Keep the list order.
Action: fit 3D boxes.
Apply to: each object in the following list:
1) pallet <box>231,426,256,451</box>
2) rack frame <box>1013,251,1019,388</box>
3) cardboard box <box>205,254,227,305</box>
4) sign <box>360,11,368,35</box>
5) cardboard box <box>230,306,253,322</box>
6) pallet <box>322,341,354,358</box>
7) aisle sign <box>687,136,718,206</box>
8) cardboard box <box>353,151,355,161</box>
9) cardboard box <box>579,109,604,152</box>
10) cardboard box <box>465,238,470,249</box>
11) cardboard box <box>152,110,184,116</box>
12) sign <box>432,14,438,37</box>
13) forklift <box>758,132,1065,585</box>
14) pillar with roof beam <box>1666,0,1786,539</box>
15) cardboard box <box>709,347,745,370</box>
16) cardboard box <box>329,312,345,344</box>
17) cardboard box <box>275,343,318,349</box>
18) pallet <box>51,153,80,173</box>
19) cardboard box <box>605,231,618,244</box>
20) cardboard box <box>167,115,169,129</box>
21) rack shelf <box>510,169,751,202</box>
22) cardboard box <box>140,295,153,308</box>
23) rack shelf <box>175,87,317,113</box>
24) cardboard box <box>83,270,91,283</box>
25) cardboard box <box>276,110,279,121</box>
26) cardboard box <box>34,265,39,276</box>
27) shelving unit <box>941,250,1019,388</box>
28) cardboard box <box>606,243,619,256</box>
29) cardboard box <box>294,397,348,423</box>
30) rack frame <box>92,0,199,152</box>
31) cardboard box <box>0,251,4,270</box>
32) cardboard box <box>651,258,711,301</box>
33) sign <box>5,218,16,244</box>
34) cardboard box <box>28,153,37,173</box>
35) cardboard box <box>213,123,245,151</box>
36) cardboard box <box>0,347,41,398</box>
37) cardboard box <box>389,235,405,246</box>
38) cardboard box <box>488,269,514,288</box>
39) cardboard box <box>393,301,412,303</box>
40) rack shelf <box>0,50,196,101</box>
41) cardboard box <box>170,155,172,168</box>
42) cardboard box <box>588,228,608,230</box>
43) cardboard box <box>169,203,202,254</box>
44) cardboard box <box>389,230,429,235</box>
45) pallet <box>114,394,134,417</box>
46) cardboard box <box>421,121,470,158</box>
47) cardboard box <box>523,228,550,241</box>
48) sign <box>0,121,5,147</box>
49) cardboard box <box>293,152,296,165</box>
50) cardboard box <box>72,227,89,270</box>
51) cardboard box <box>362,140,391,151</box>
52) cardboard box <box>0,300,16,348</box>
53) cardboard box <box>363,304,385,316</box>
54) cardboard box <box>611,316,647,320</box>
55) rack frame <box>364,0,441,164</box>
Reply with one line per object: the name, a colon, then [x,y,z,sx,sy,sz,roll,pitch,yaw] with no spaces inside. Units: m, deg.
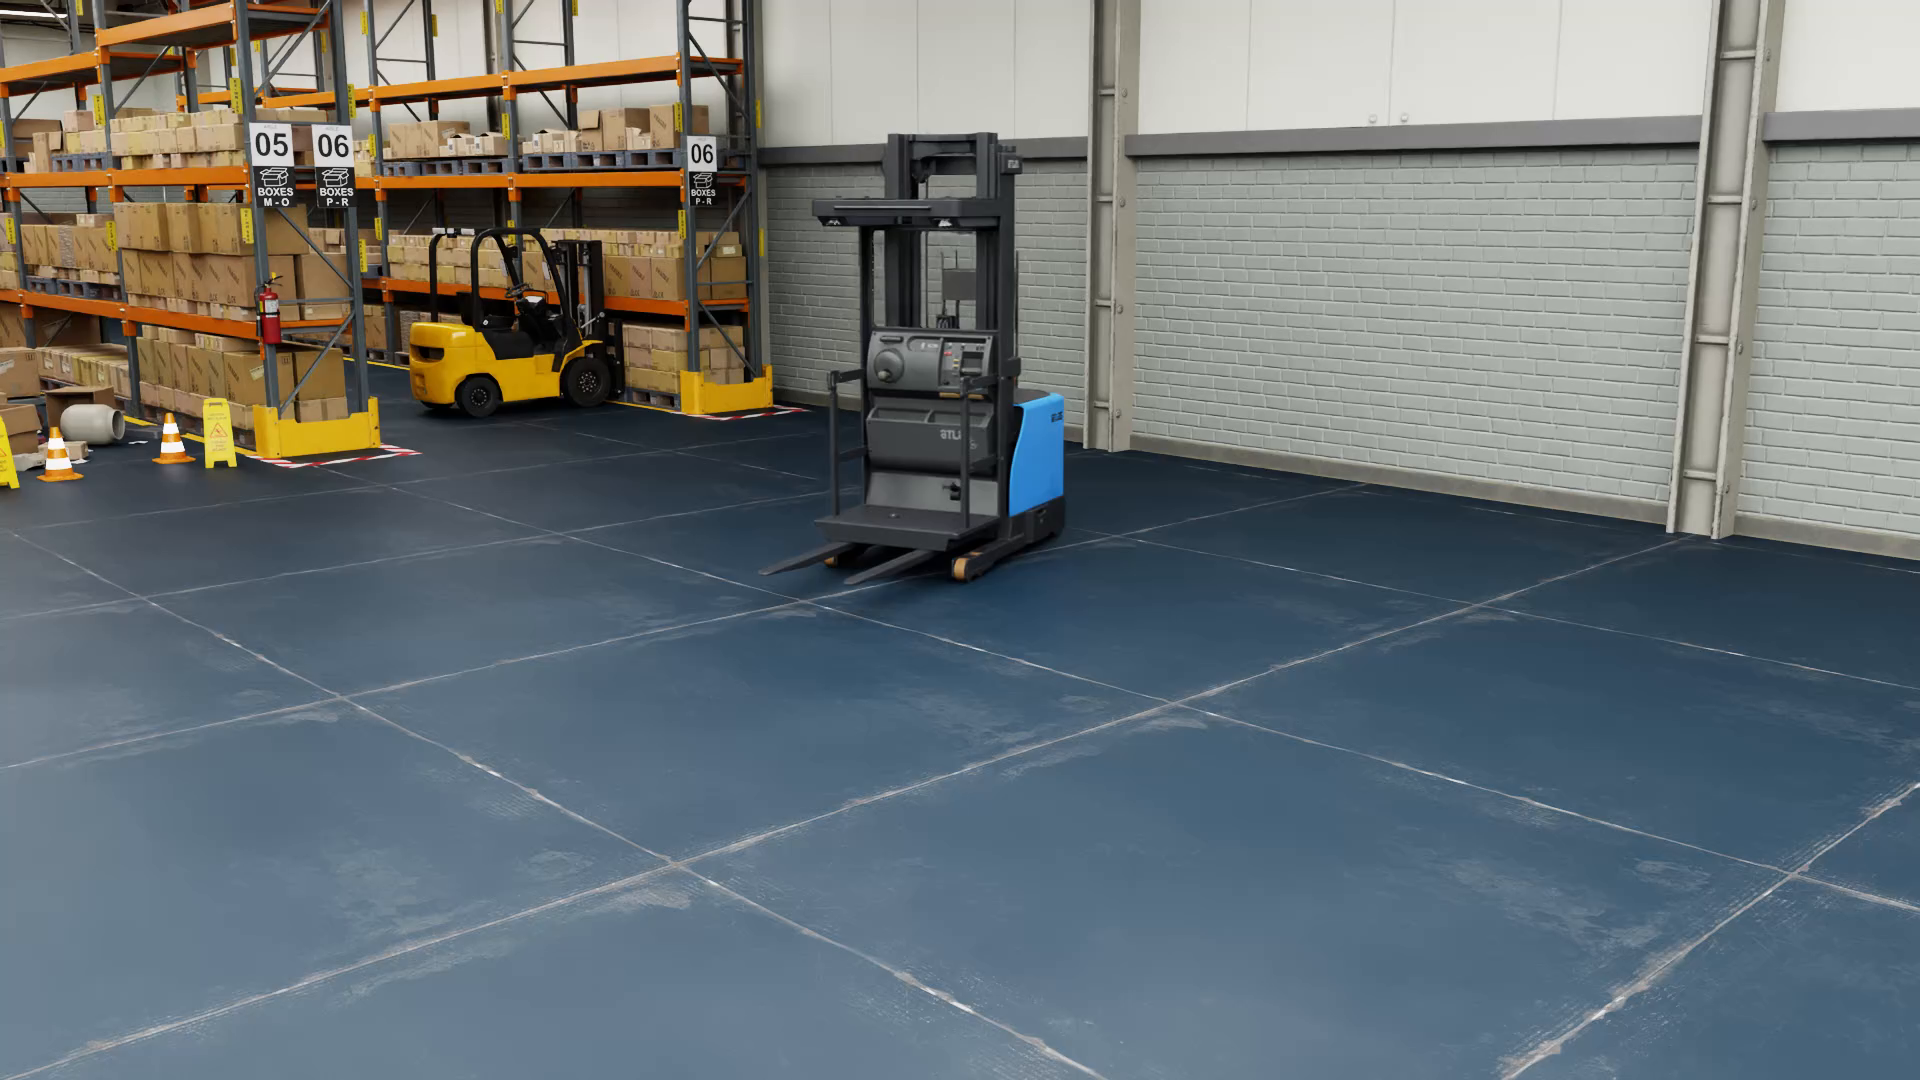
pallet: [-6.990,-1.125,17.349,1.003,0.211,1.213,-11,16,-43]
rack frame: [0.389,-1.177,12.919,0.015,2.100,0.400,4,12,17]
cardboard box: [-7.319,-2.665,16.930,0.500,0.500,0.500,-11,16,-42]
sign: [-8.725,-7.573,24.360,0.100,0.325,0.005,-11,16,-43]
cardboard box: [-7.071,-2.279,16.664,0.380,0.149,0.250,-11,16,-43]
pallet: [-9.666,-3.142,27.141,1.003,0.211,1.213,-11,16,-43]
aisle sign: [-2.982,-4.271,19.267,0.394,0.787,0.004,-11,16,-43]
cardboard box: [-9.290,-5.938,25.748,0.380,0.149,0.250,-11,16,-43]
cardboard box: [-4.308,-5.108,20.791,0.797,0.503,0.637,-10,15,-41]
cardboard box: [-6.709,-4.163,23.328,0.250,0.149,0.380,11,16,44]
cardboard box: [-9.630,-4.999,19.899,0.500,0.250,0.500,-11,16,-44]
sign: [-7.941,-7.767,25.103,0.100,0.325,0.005,-11,16,-43]
forklift: [-0.299,-1.257,11.248,1.130,2.935,3.031,6,13,25]
pillar with roof beam: [2.529,-3.863,8.859,9.100,9.000,0.400,-11,16,-43]
cardboard box: [-2.990,-2.250,20.432,0.500,0.250,0.500,-11,16,-42]
cardboard box: [-9.861,-3.453,26.891,0.500,0.500,0.500,11,16,43]
cardboard box: [-7.141,-1.818,17.716,0.500,0.500,0.500,11,16,43]
pallet: [-10.233,-4.573,20.206,1.213,0.211,1.003,-11,16,-43]
cardboard box: [-4.169,-3.756,20.616,0.380,0.149,0.250,-10,16,-41]
cardboard box: [-8.050,-4.370,17.401,0.380,0.149,0.250,-10,16,-41]
rack shelf: [-4.196,-4.457,20.961,1.077,0.370,4.000,-11,16,-43]
cardboard box: [-8.967,-2.697,18.689,0.380,0.149,0.250,-10,15,-41]
rack shelf: [-12.483,-7.676,29.159,1.077,0.370,4.000,-11,16,-43]
cardboard box: [-10.272,-3.169,19.943,0.380,0.149,0.250,-11,16,-42]
cardboard box: [-6.686,-4.208,16.614,0.380,0.149,0.250,-11,16,-43]
cardboard box: [-11.837,-3.533,21.708,0.250,0.149,0.380,11,16,42]
shelving unit: [0.157,-1.192,12.992,0.503,2.100,0.431,4,12,17]
cardboard box: [-4.161,-3.610,20.647,0.380,0.149,0.250,-11,16,-42]
cardboard box: [-6.760,-1.371,17.408,0.500,0.250,0.500,-11,16,-43]
rack frame: [-9.165,-5.878,18.642,1.000,3.000,0.127,-11,16,-43]
cardboard box: [-12.802,-3.805,22.578,0.500,0.250,0.500,11,16,44]
cardboard box: [-3.345,-3.133,19.935,0.500,0.500,0.500,-11,16,-44]
sign: [-12.326,-4.013,21.587,0.100,0.325,0.005,-11,16,-43]
cardboard box: [-11.656,-4.820,21.273,0.396,0.266,0.258,-11,16,-43]
cardboard box: [-6.951,-3.935,16.277,0.500,0.250,0.500,-11,16,-43]
cardboard box: [-10.432,-1.834,18.198,0.500,0.500,0.500,-11,16,-43]
cardboard box: [-8.333,-4.495,24.941,0.380,0.149,0.250,-10,15,-41]
cardboard box: [-6.115,-3.596,22.803,0.500,0.250,0.500,-10,16,-41]
cardboard box: [-8.989,-3.755,26.749,0.250,0.149,0.380,11,16,43]
rack shelf: [-10.546,-5.622,20.172,1.077,0.370,4.000,-11,16,-43]
cardboard box: [-8.061,-3.981,17.489,0.380,0.149,0.250,-11,16,-42]
cardboard box: [-4.803,-4.061,22.096,0.380,0.149,0.250,-11,16,-43]
cardboard box: [-7.684,-3.220,17.143,0.700,0.500,0.500,-11,16,-43]
cardboard box: [-8.582,-4.567,25.859,0.500,0.500,0.500,-10,15,-40]
pallet: [-9.704,-1.688,20.079,1.003,0.211,1.213,-11,16,-43]
cardboard box: [-7.313,-5.700,23.677,0.500,0.500,0.500,-10,16,-41]
cardboard box: [-5.572,-4.057,22.076,0.380,0.149,0.250,-10,16,-41]
sign: [-12.334,-5.209,21.349,0.100,0.325,0.005,-11,16,-43]
cardboard box: [-6.643,-3.822,16.717,0.250,0.149,0.380,11,16,43]
cardboard box: [-10.345,-3.524,20.057,0.500,0.500,0.500,-10,15,-41]
cardboard box: [-8.791,-5.962,25.127,0.380,0.149,0.250,-10,15,-41]
cardboard box: [-12.957,-2.932,23.433,0.875,0.875,0.875,-11,16,-42]
cardboard box: [-9.075,-3.587,25.936,0.250,0.149,0.380,11,16,42]
cardboard box: [-4.397,-2.788,21.808,0.500,0.250,0.500,-11,16,-42]
rack frame: [-8.340,-7.154,24.836,1.000,3.000,0.127,-11,16,-43]
